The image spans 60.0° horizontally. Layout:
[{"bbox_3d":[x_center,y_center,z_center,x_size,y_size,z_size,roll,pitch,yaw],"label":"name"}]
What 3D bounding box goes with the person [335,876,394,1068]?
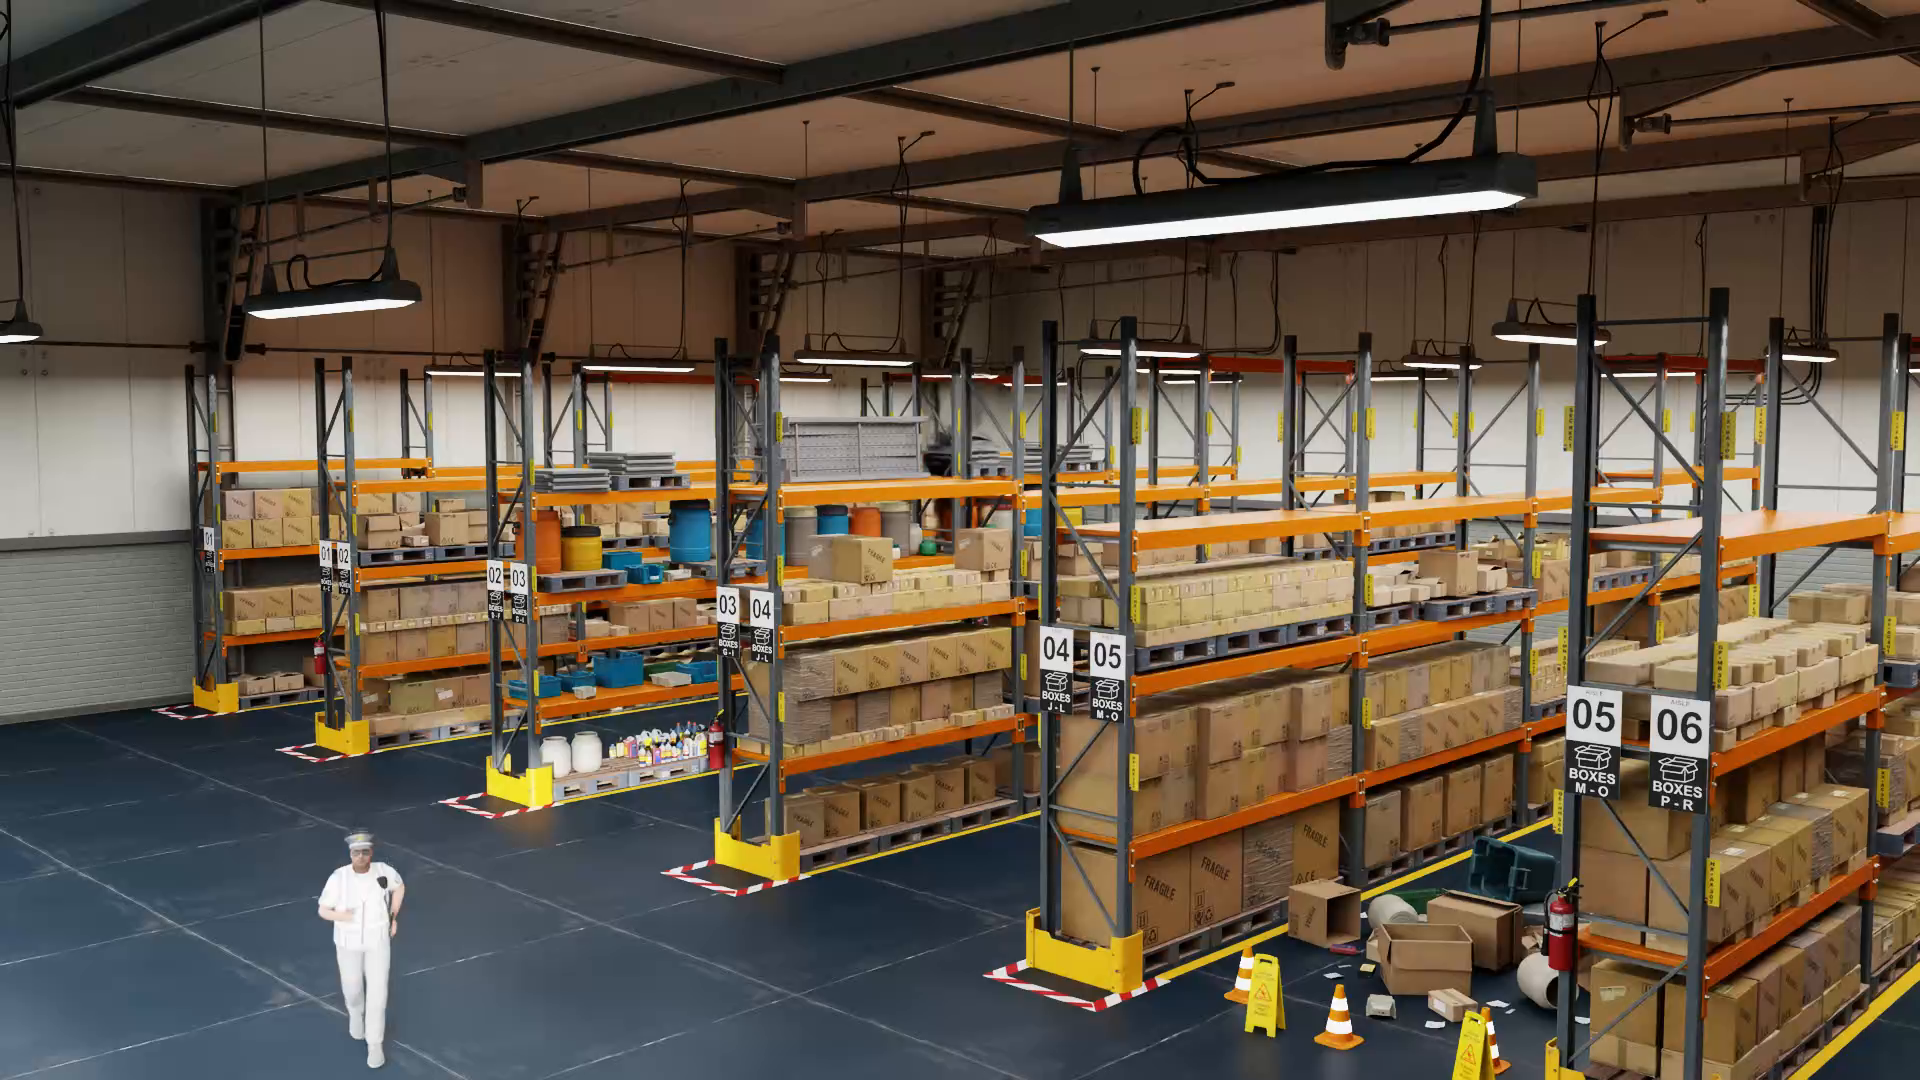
[{"bbox_3d":[-4.782,3.403,13.377,0.447,1.421,0.903,-2,5,-20],"label":"person"}]
